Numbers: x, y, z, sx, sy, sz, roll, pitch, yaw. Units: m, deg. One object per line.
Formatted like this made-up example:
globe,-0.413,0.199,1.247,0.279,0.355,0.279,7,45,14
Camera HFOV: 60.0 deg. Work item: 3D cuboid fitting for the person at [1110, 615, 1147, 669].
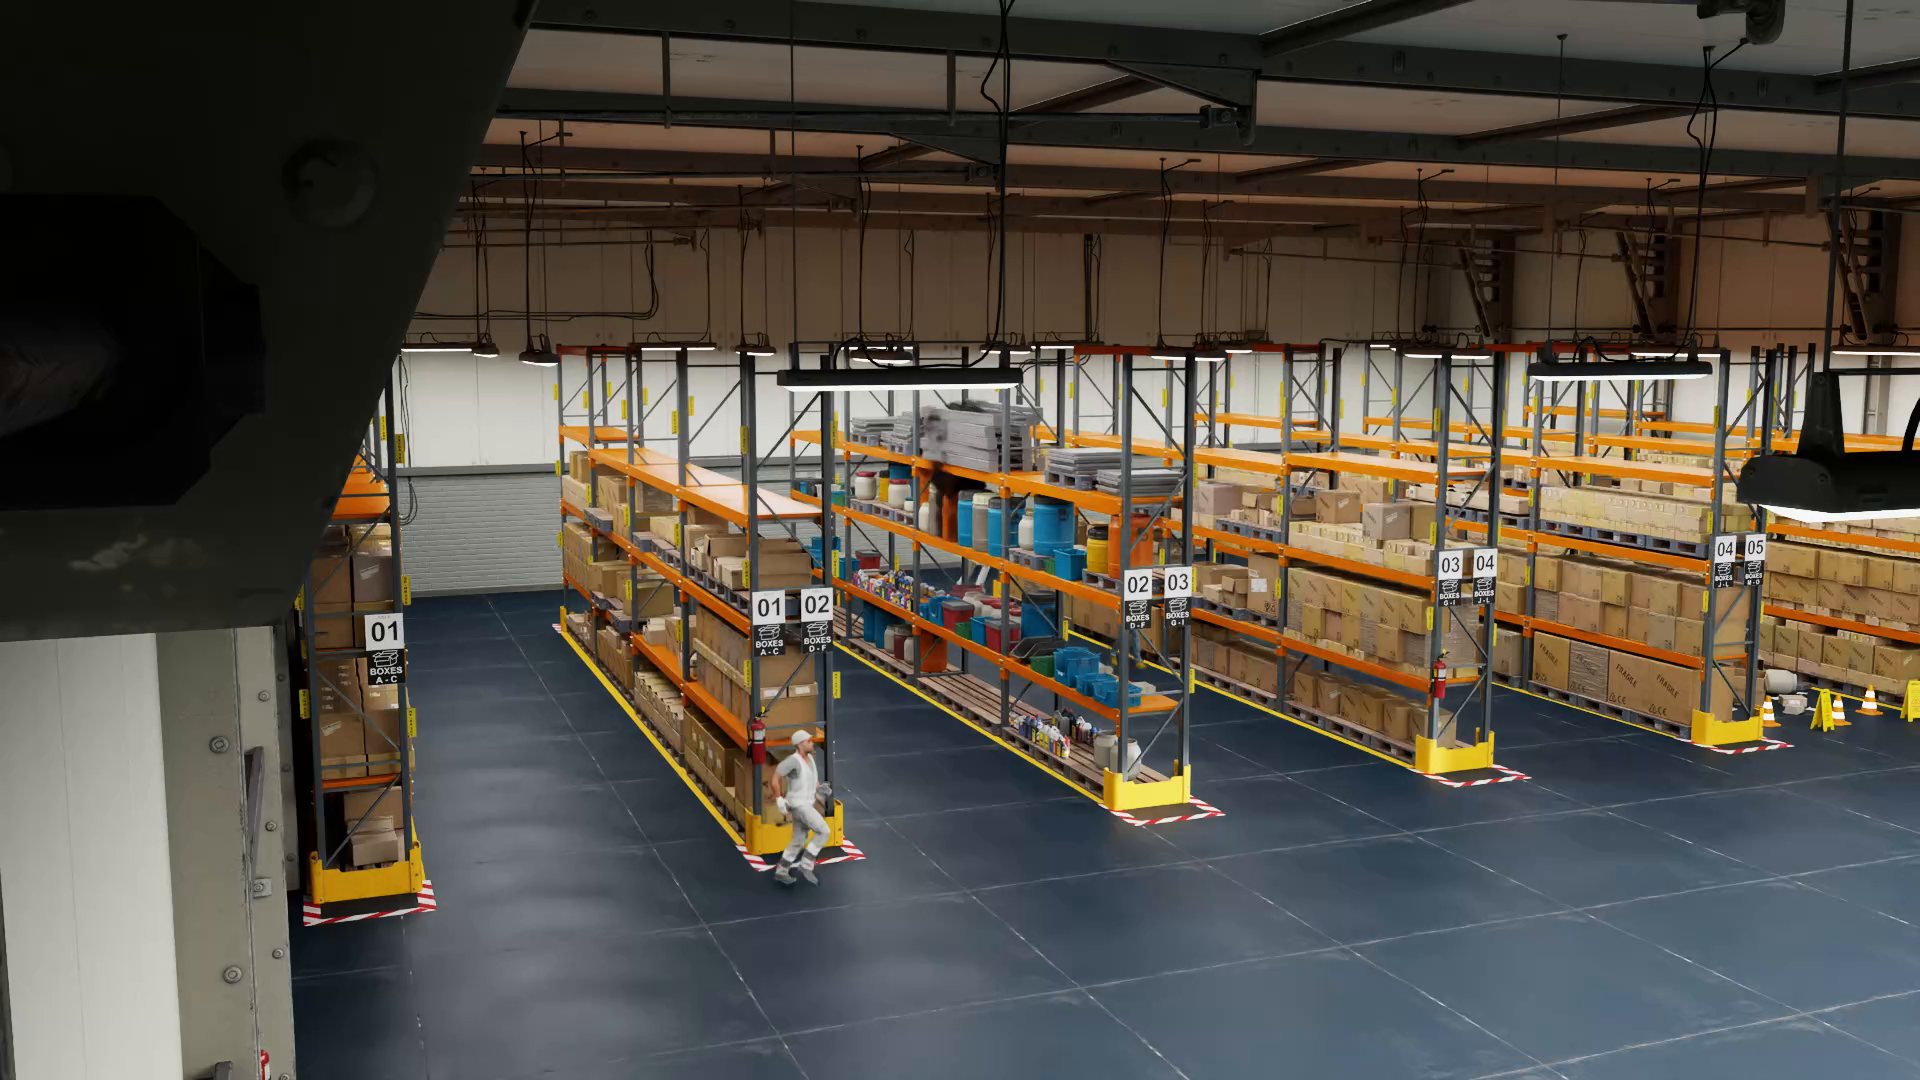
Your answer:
person,3.032,1.409,29.647,0.712,1.796,0.865,-4,8,-30

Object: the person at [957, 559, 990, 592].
person,0.326,0.376,40.124,0.856,1.806,0.708,-2,7,-12

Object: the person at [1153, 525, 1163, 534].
person,4.800,0.318,41.058,0.794,1.622,0.627,4,8,30

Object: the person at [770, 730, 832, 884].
person,-1.774,3.039,19.006,0.667,1.735,0.676,2,7,12
